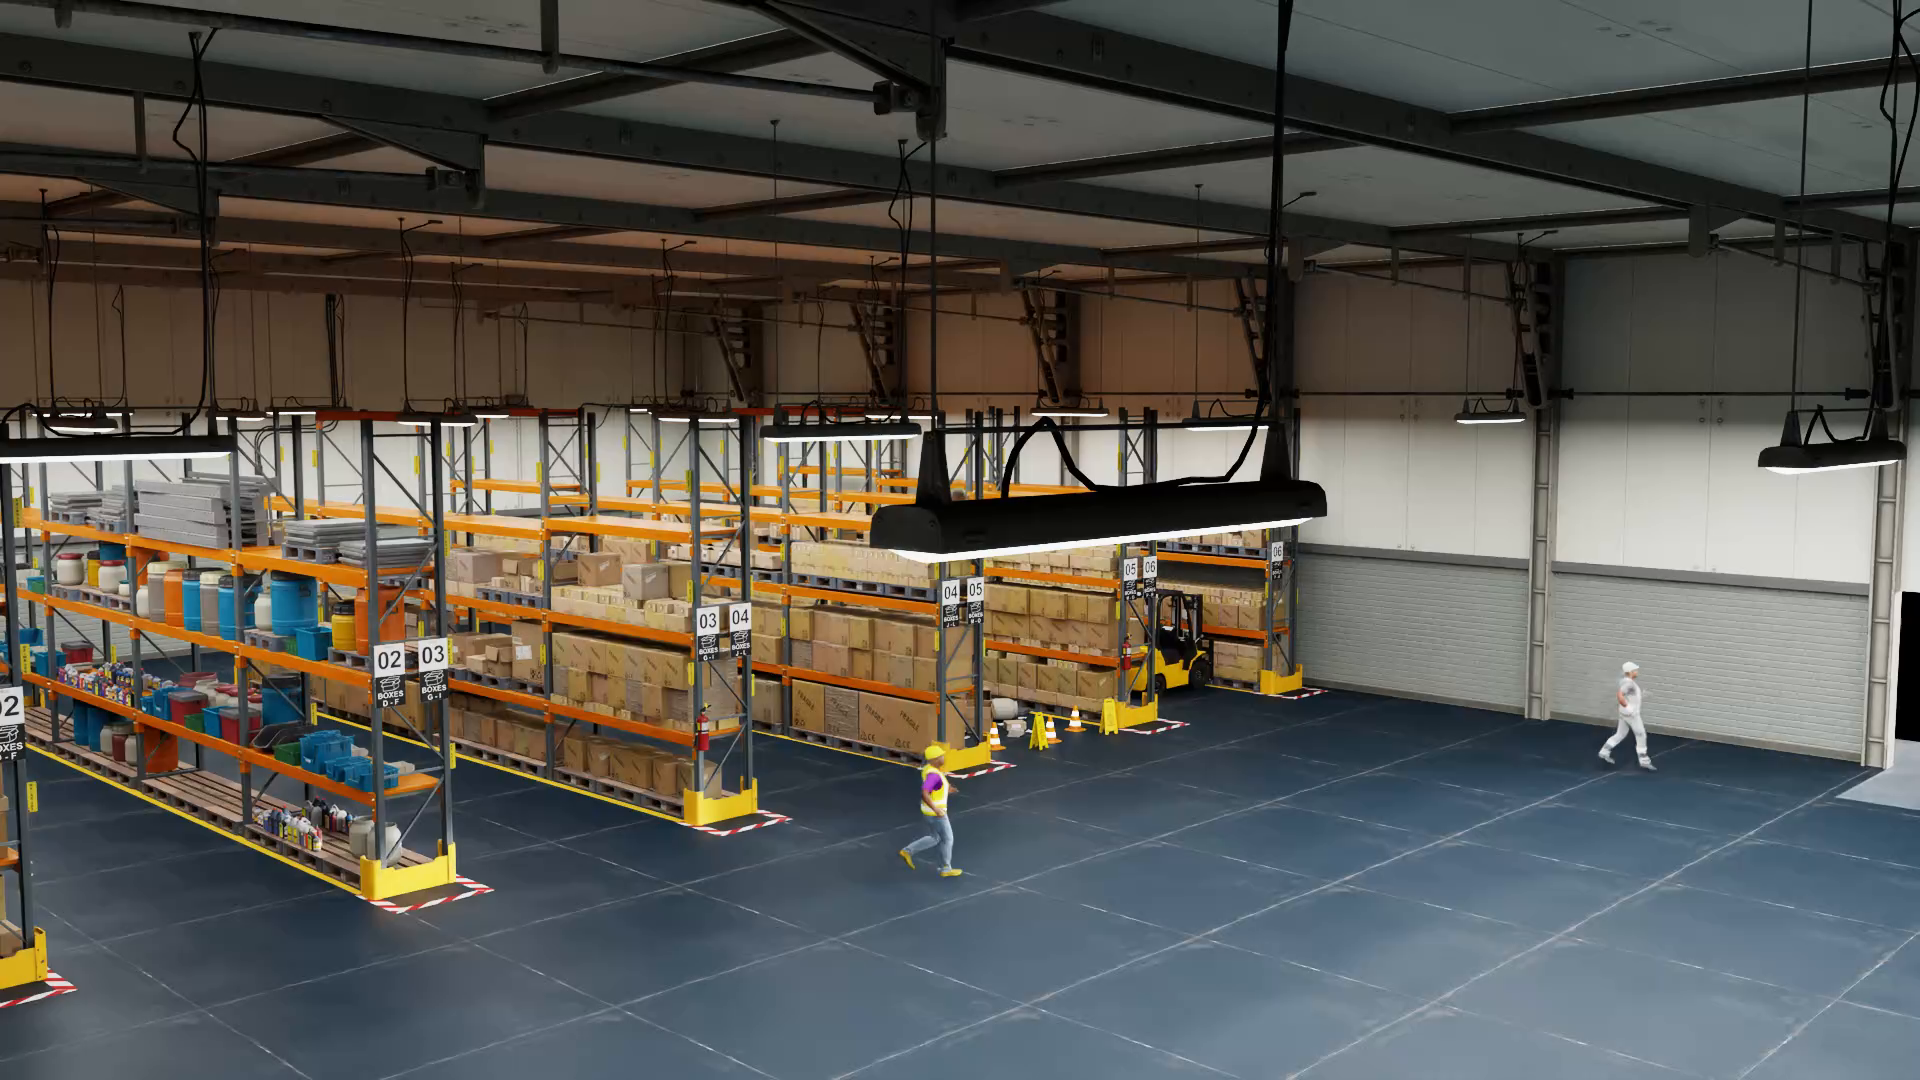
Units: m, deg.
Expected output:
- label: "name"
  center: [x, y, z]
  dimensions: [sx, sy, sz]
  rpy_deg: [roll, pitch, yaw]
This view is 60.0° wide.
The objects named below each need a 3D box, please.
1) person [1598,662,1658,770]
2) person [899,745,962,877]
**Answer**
- label: "person"
  center: [11.231, 2.942, 27.898]
  dimensions: [0.940, 1.805, 0.656]
  rpy_deg: [1, 5, 7]
- label: "person"
  center: [-0.374, 3.538, 21.662]
  dimensions: [0.831, 1.742, 0.705]
  rpy_deg: [-1, 5, -11]
